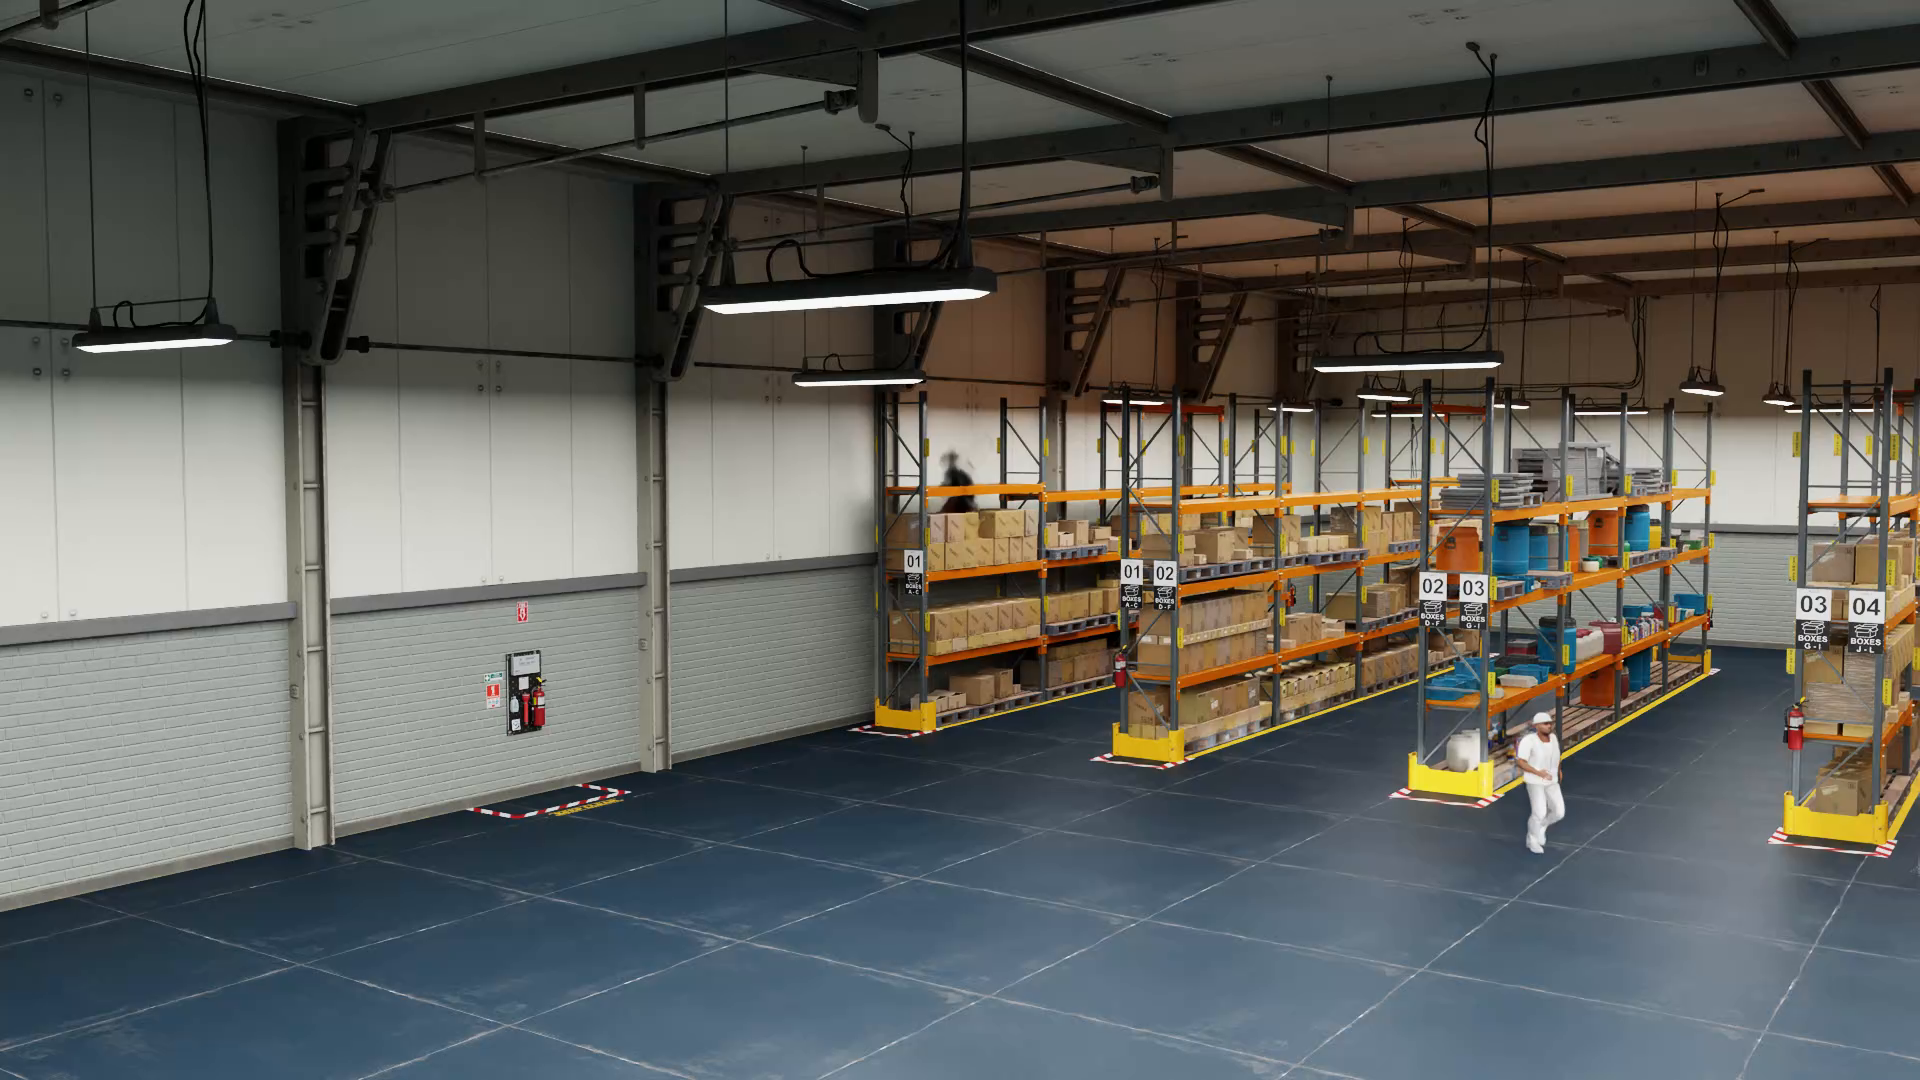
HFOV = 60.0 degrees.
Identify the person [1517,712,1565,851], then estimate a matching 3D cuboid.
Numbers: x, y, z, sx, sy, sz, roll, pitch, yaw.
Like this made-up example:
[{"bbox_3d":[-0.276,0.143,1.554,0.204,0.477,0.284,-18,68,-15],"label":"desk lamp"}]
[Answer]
[{"bbox_3d":[7.217,2.992,20.536,0.699,1.730,0.584,-1,3,-21],"label":"person"}]
